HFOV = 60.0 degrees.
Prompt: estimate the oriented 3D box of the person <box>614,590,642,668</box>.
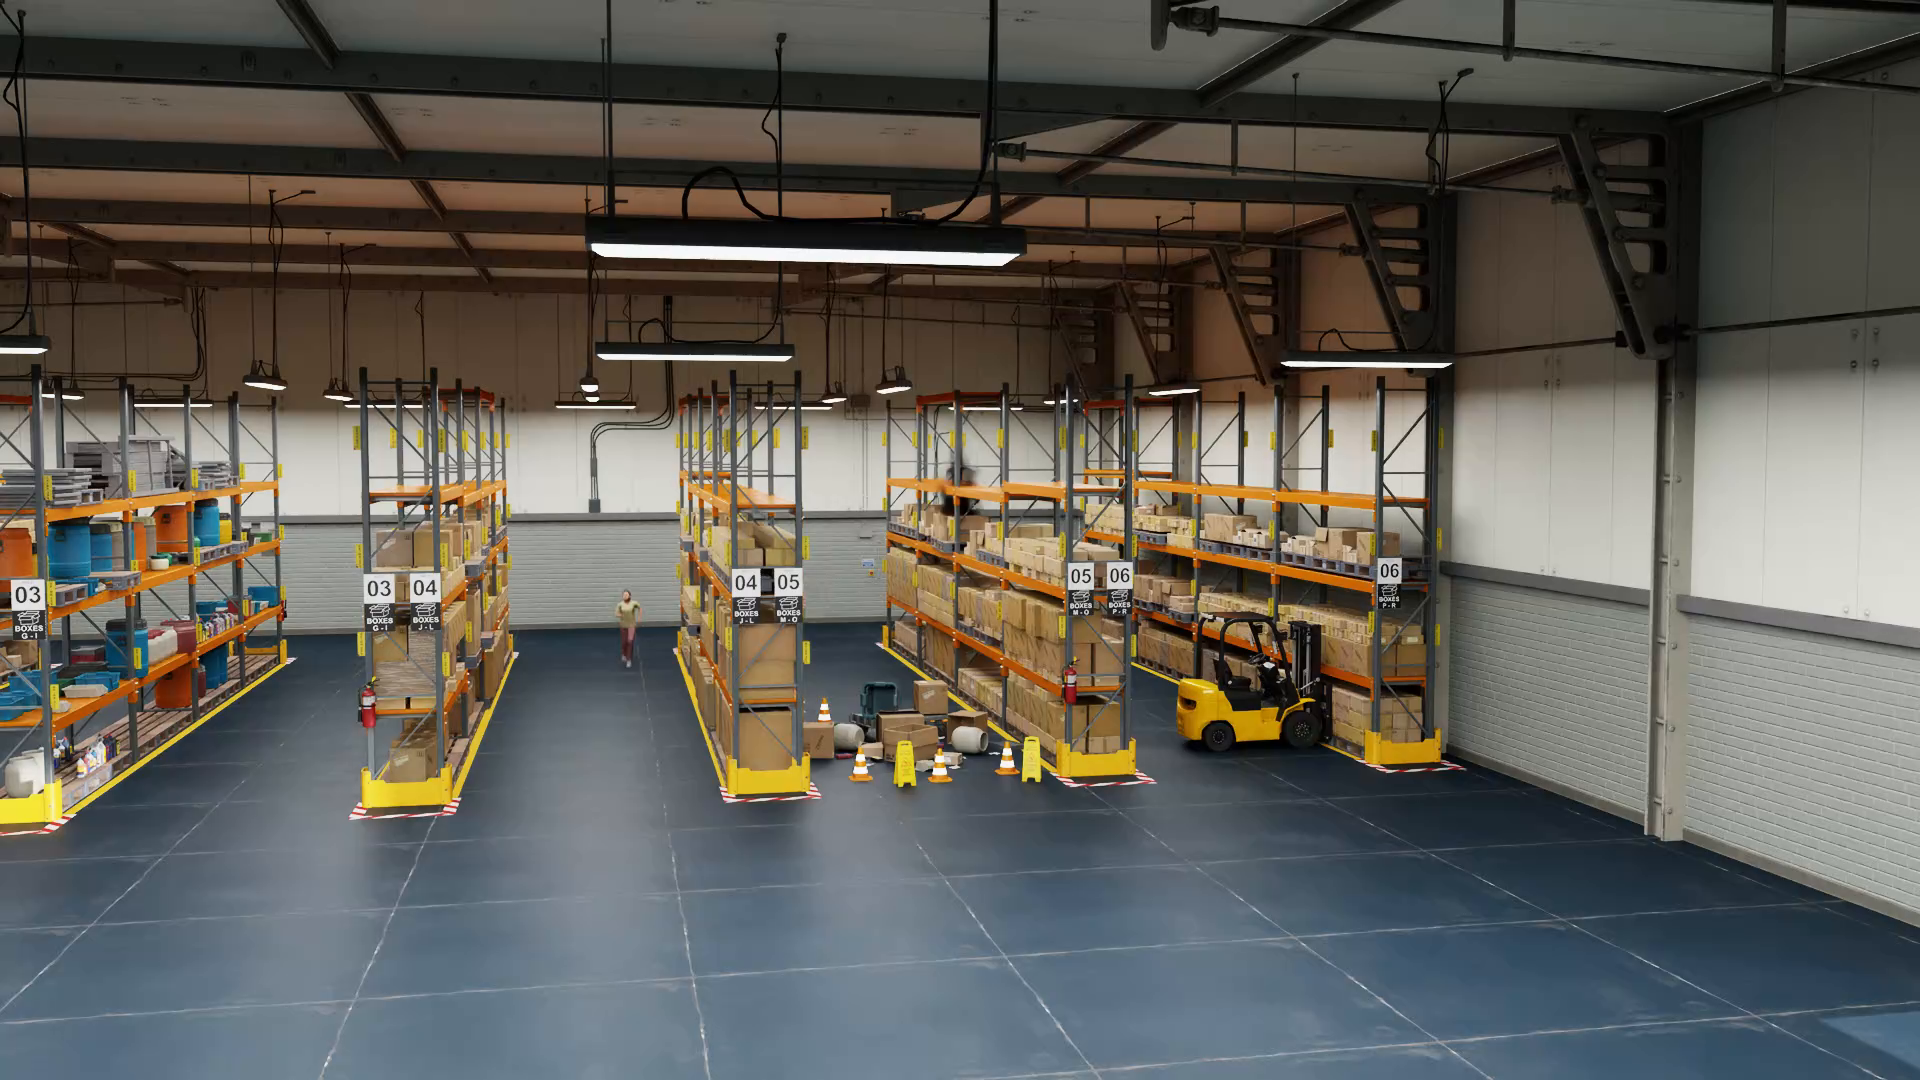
[{"bbox_3d":[-7.414,1.957,37.149,0.584,1.701,0.935,0,3,-4],"label":"person"}]
